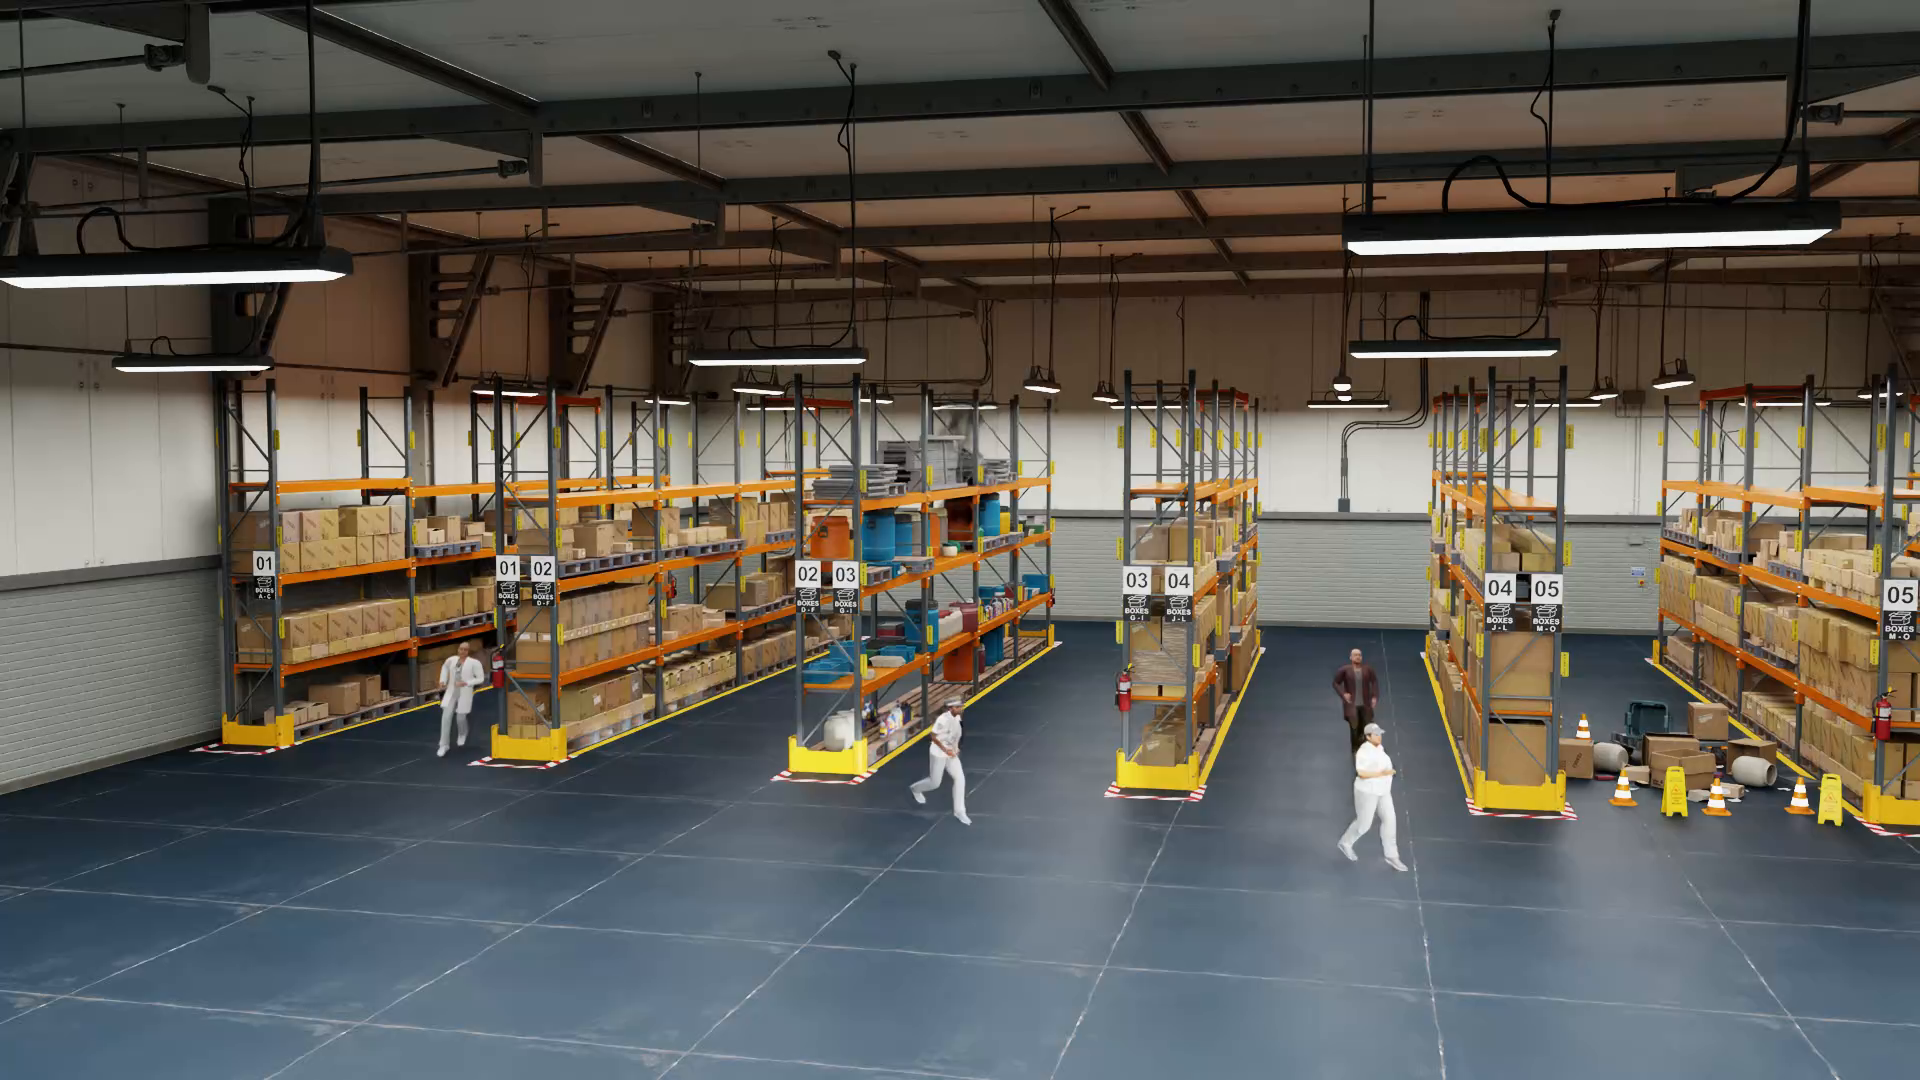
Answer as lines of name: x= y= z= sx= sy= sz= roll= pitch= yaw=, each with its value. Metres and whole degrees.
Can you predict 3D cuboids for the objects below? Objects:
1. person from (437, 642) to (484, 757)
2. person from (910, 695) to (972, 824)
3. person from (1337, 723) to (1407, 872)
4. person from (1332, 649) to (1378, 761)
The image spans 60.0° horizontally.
person: x=-8.000 y=2.519 z=26.686 sx=0.753 sy=1.773 sz=1.041 roll=0 pitch=3 yaw=0
person: x=-0.240 y=2.869 z=22.007 sx=1.037 sy=1.689 sz=0.577 roll=3 pitch=5 yaw=42
person: x=4.829 y=2.983 z=19.470 sx=0.596 sy=1.689 sz=0.858 roll=-3 pitch=5 yaw=-41
person: x=6.247 y=2.578 z=26.257 sx=0.730 sy=1.723 sz=0.717 roll=0 pitch=3 yaw=-3
